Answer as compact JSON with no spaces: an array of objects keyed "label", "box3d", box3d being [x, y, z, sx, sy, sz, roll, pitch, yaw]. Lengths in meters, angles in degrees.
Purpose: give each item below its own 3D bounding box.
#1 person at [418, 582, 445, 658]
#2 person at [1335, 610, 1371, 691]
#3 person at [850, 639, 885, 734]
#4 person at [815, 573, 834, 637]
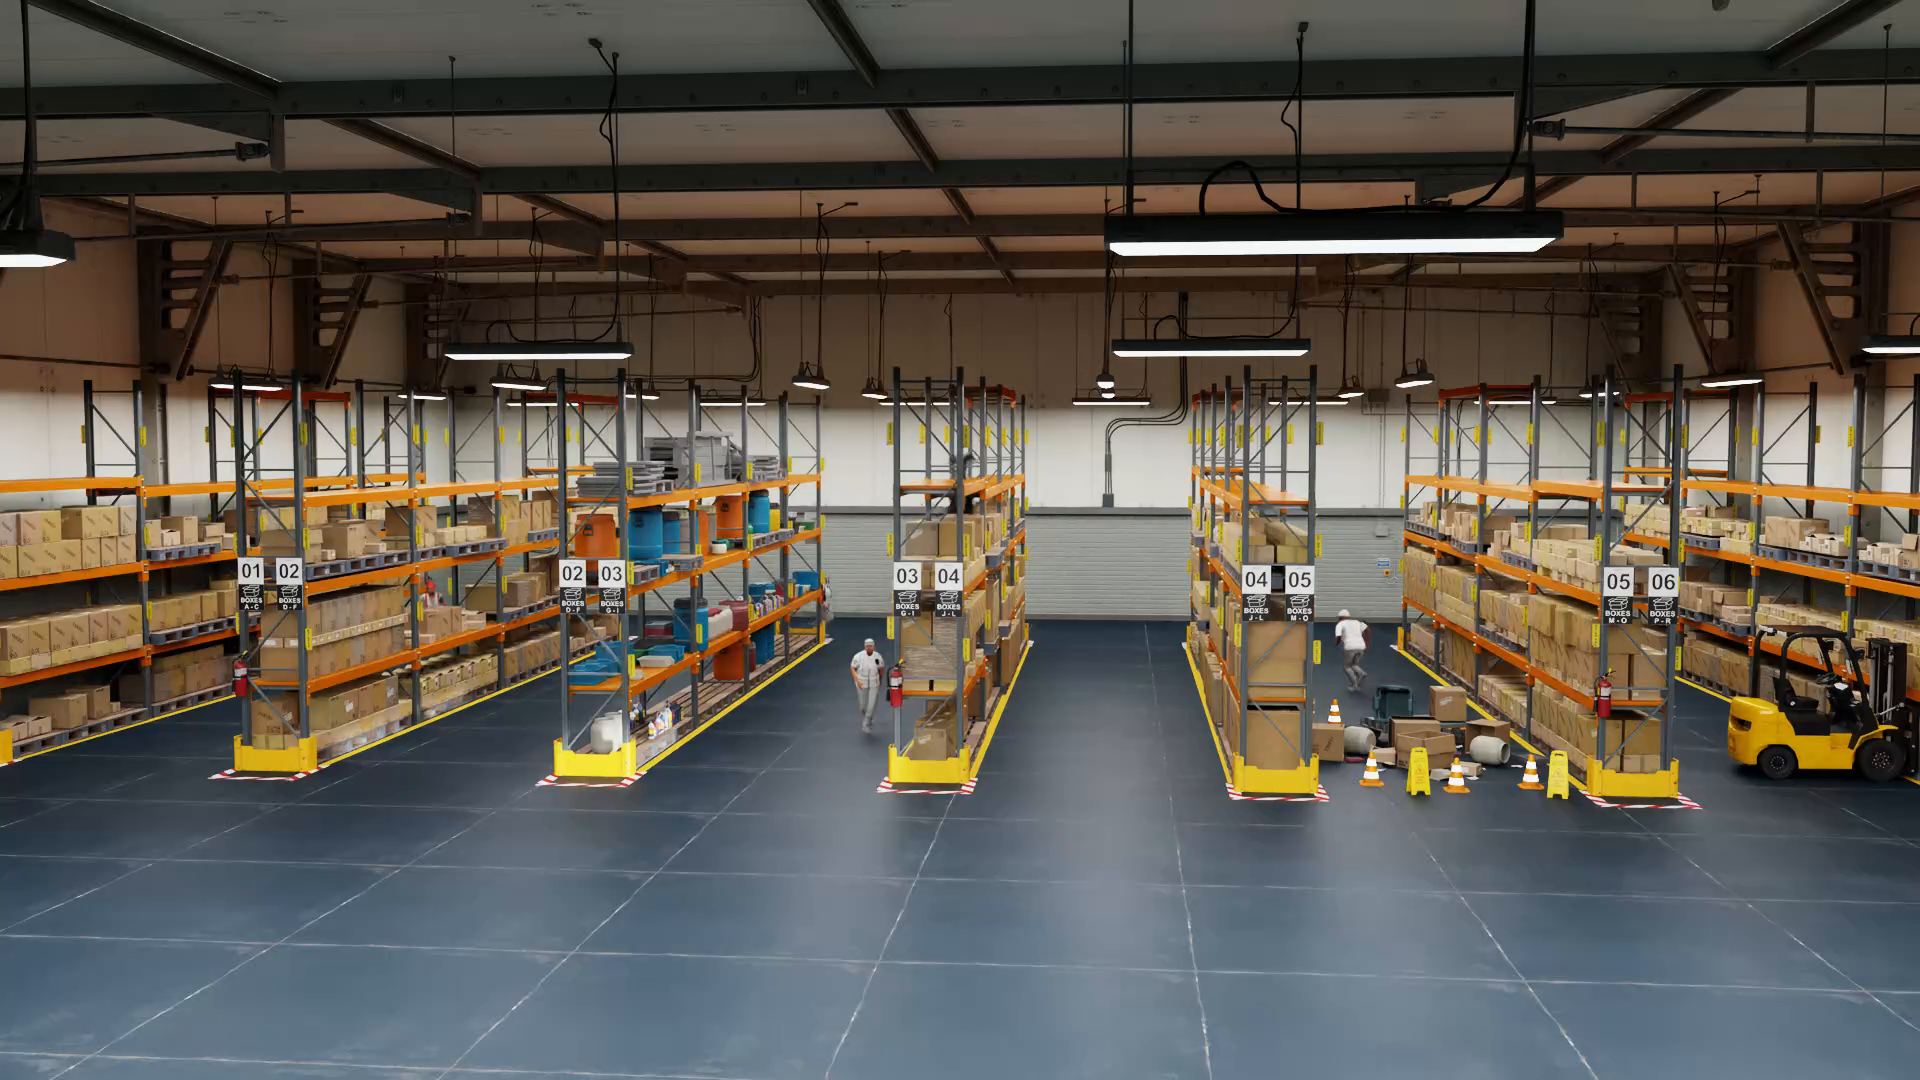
[{"label":"person","box3d":[-11.865,1.805,37.300,0.626,1.778,0.856,-1,4,-16]},{"label":"person","box3d":[7.792,2.180,32.900,0.734,1.569,0.892,-1,4,-20]},{"label":"person","box3d":[-1.559,2.458,28.174,0.598,1.613,0.561,0,4,-6]},{"label":"person","box3d":[-3.413,1.622,41.453,0.483,1.625,0.578,1,4,13]}]
